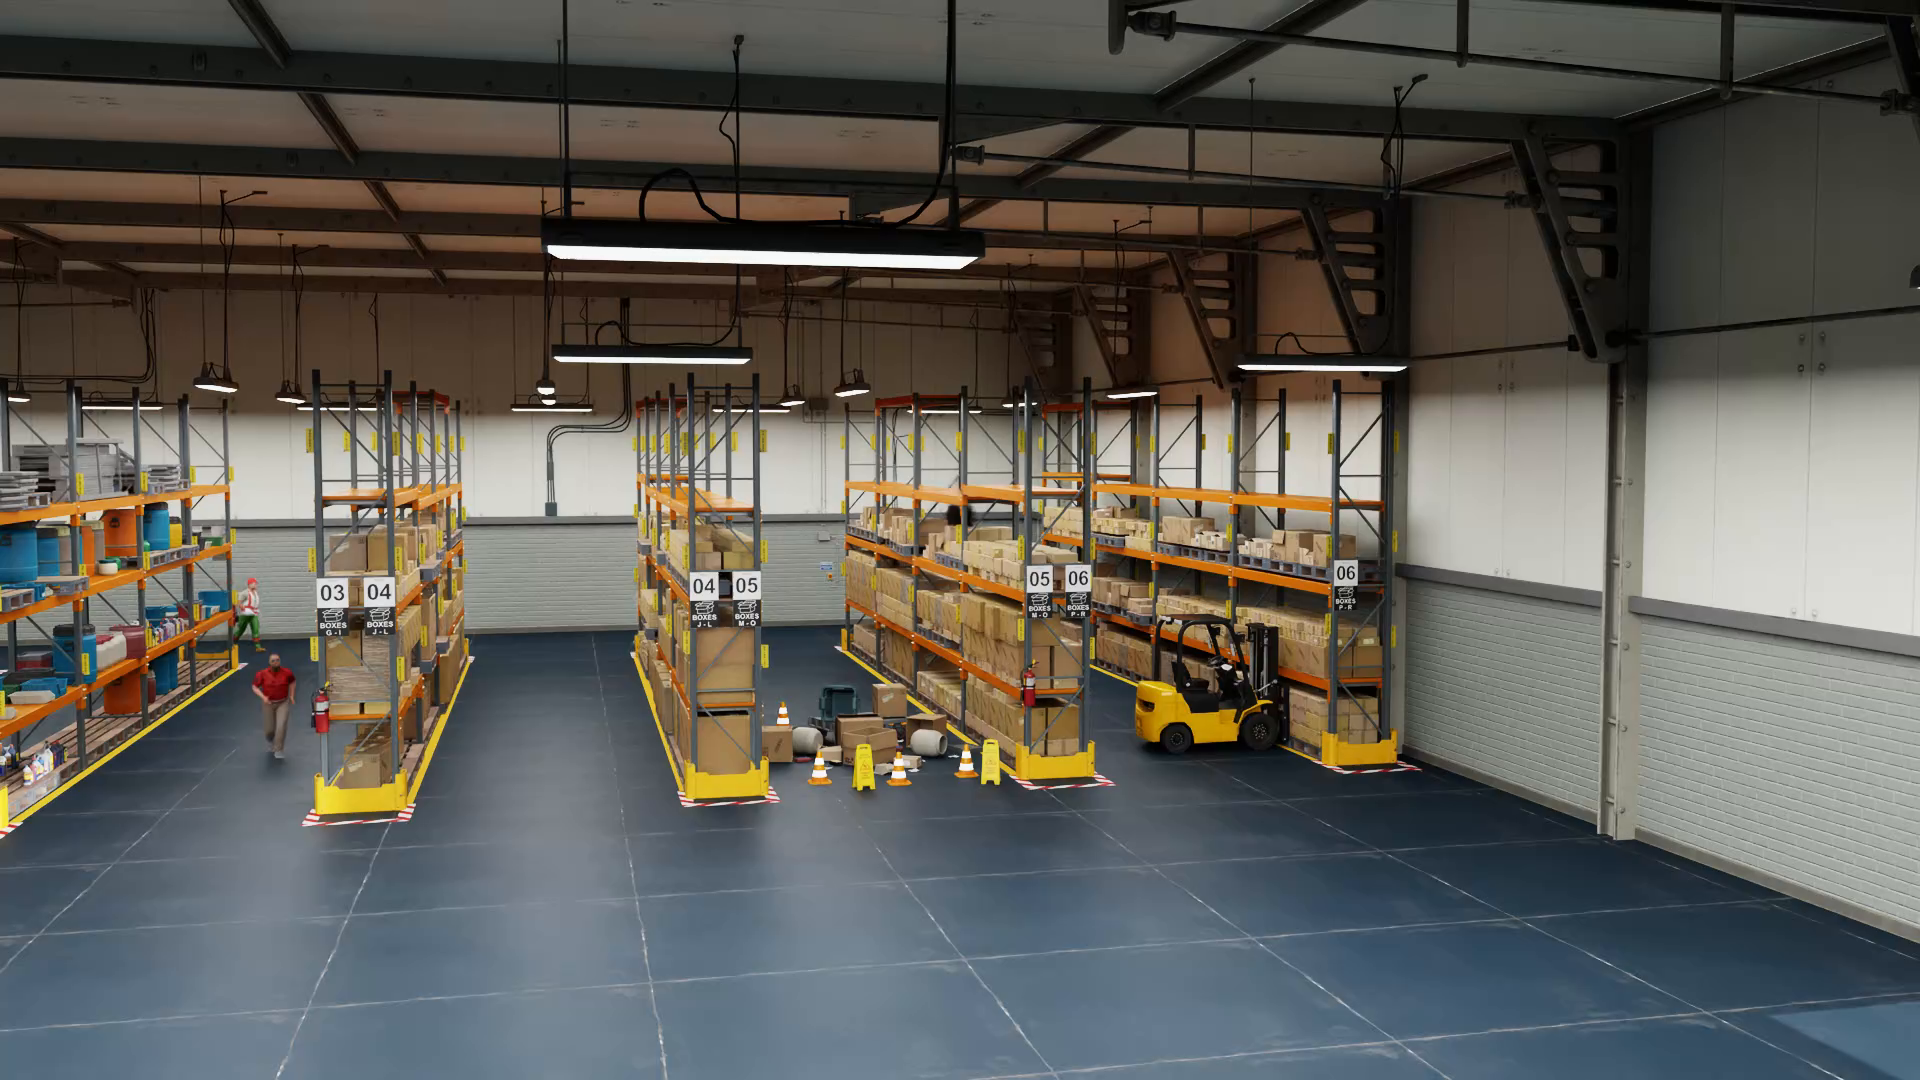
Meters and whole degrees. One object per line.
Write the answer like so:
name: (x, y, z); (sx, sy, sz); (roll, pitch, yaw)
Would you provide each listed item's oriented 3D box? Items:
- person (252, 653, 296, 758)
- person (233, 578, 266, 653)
person: (-10.988, 2.638, 26.664); (0.659, 1.678, 0.775); (-1, 4, -23)
person: (-16.836, 1.793, 39.492); (1.008, 1.767, 0.708); (2, 4, 24)
